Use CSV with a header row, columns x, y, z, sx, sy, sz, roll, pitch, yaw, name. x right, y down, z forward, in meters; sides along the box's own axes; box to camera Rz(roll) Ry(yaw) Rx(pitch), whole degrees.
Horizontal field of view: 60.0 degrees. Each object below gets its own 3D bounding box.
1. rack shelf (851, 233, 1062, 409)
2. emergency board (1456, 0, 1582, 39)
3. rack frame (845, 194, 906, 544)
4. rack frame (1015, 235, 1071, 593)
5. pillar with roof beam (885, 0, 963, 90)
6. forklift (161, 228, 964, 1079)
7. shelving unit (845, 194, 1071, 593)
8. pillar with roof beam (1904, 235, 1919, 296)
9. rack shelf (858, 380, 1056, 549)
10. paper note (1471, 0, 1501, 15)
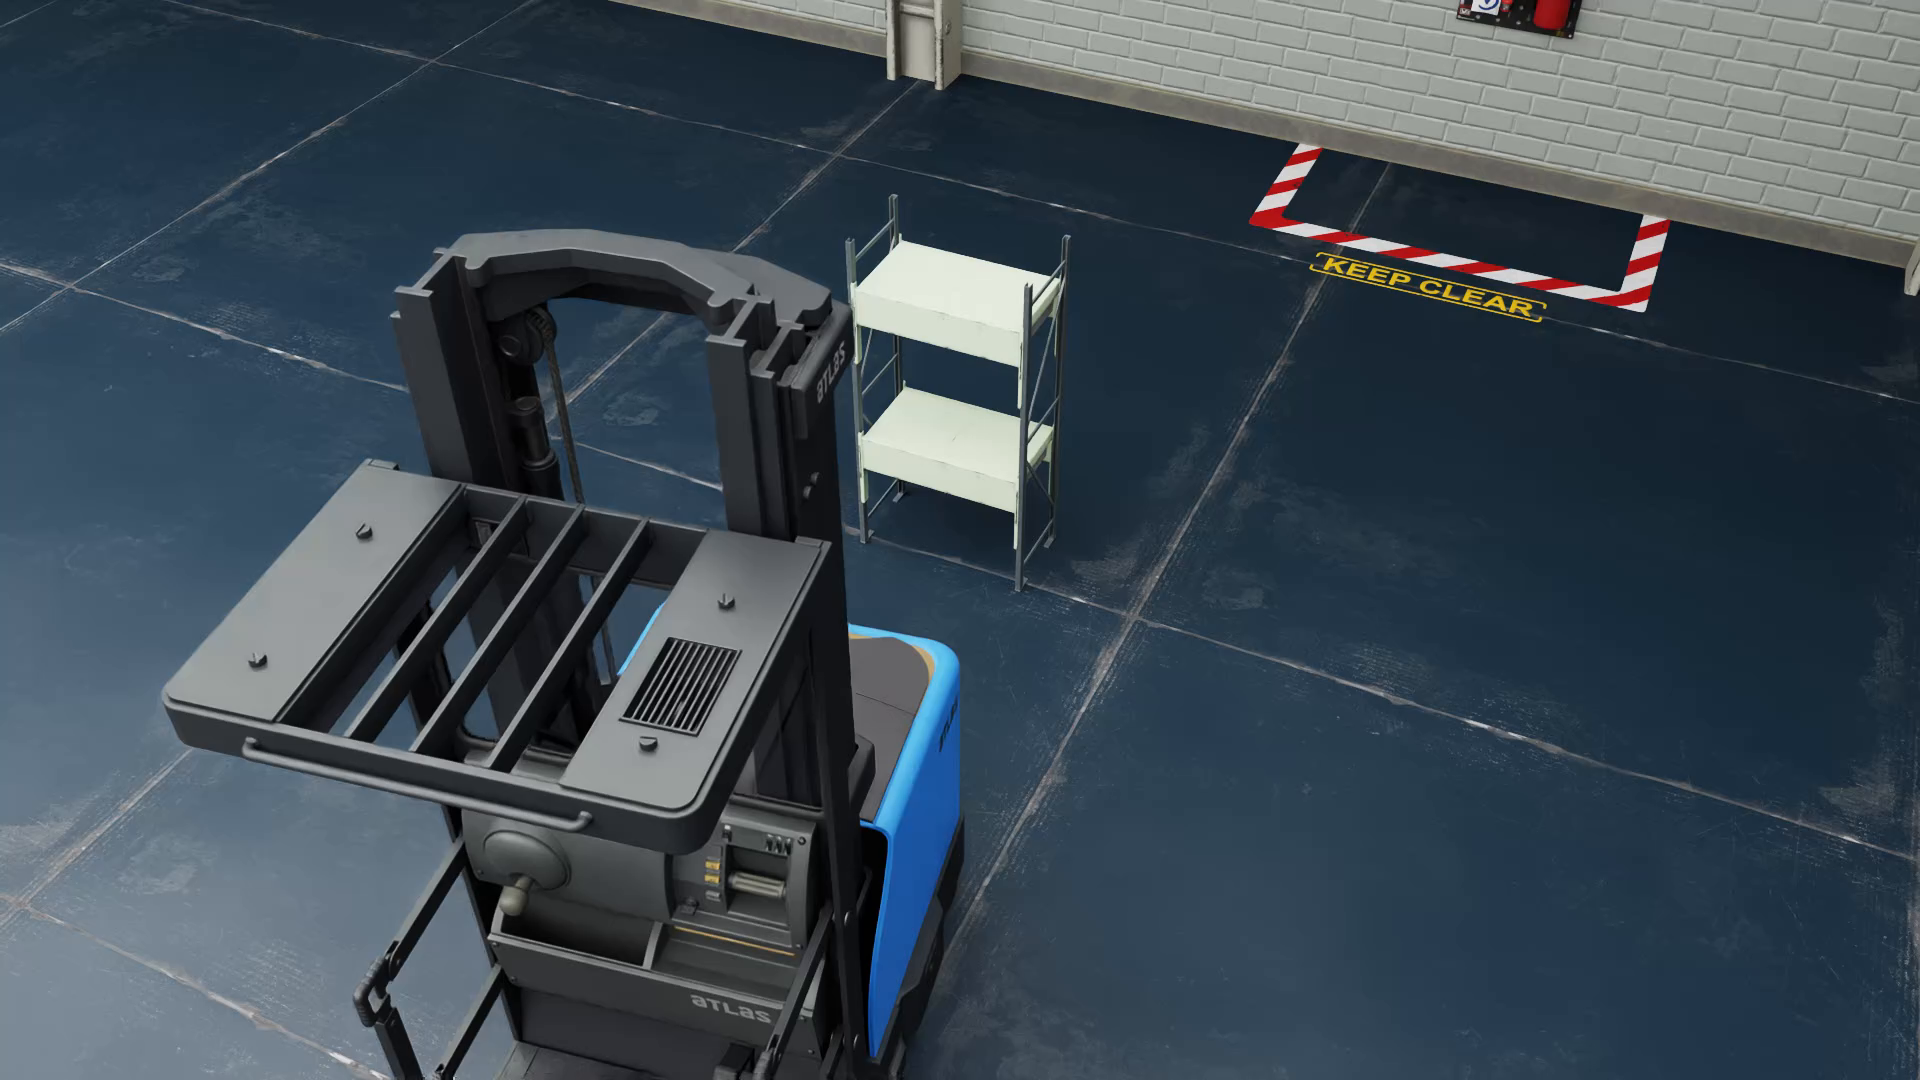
x,y,z,sx,sy,sz,roll,pitch,yaw,name
-0.006,-0.863,6.505,0.720,0.370,0.431,17,44,19,rack shelf
2.989,-3.174,8.622,0.643,1.169,0.194,17,44,19,emergency board
-0.338,-0.670,6.878,0.023,1.500,0.400,17,44,19,rack frame
0.326,-0.467,6.644,0.023,1.500,0.400,17,44,19,rack frame
-2.045,-3.840,4.810,0.400,9.000,9.100,17,44,19,pillar with roof beam
-0.867,0.880,3.997,1.130,2.935,3.031,10,42,11,forklift
-0.006,-0.569,6.761,0.755,1.500,0.431,17,44,19,shelving unit
3.392,-2.179,2.893,0.400,9.000,9.100,17,44,19,pillar with roof beam
-0.006,-0.322,6.974,0.720,0.370,0.431,17,44,19,rack shelf
2.858,-2.931,9.014,0.142,0.148,0.016,17,44,19,paper note
